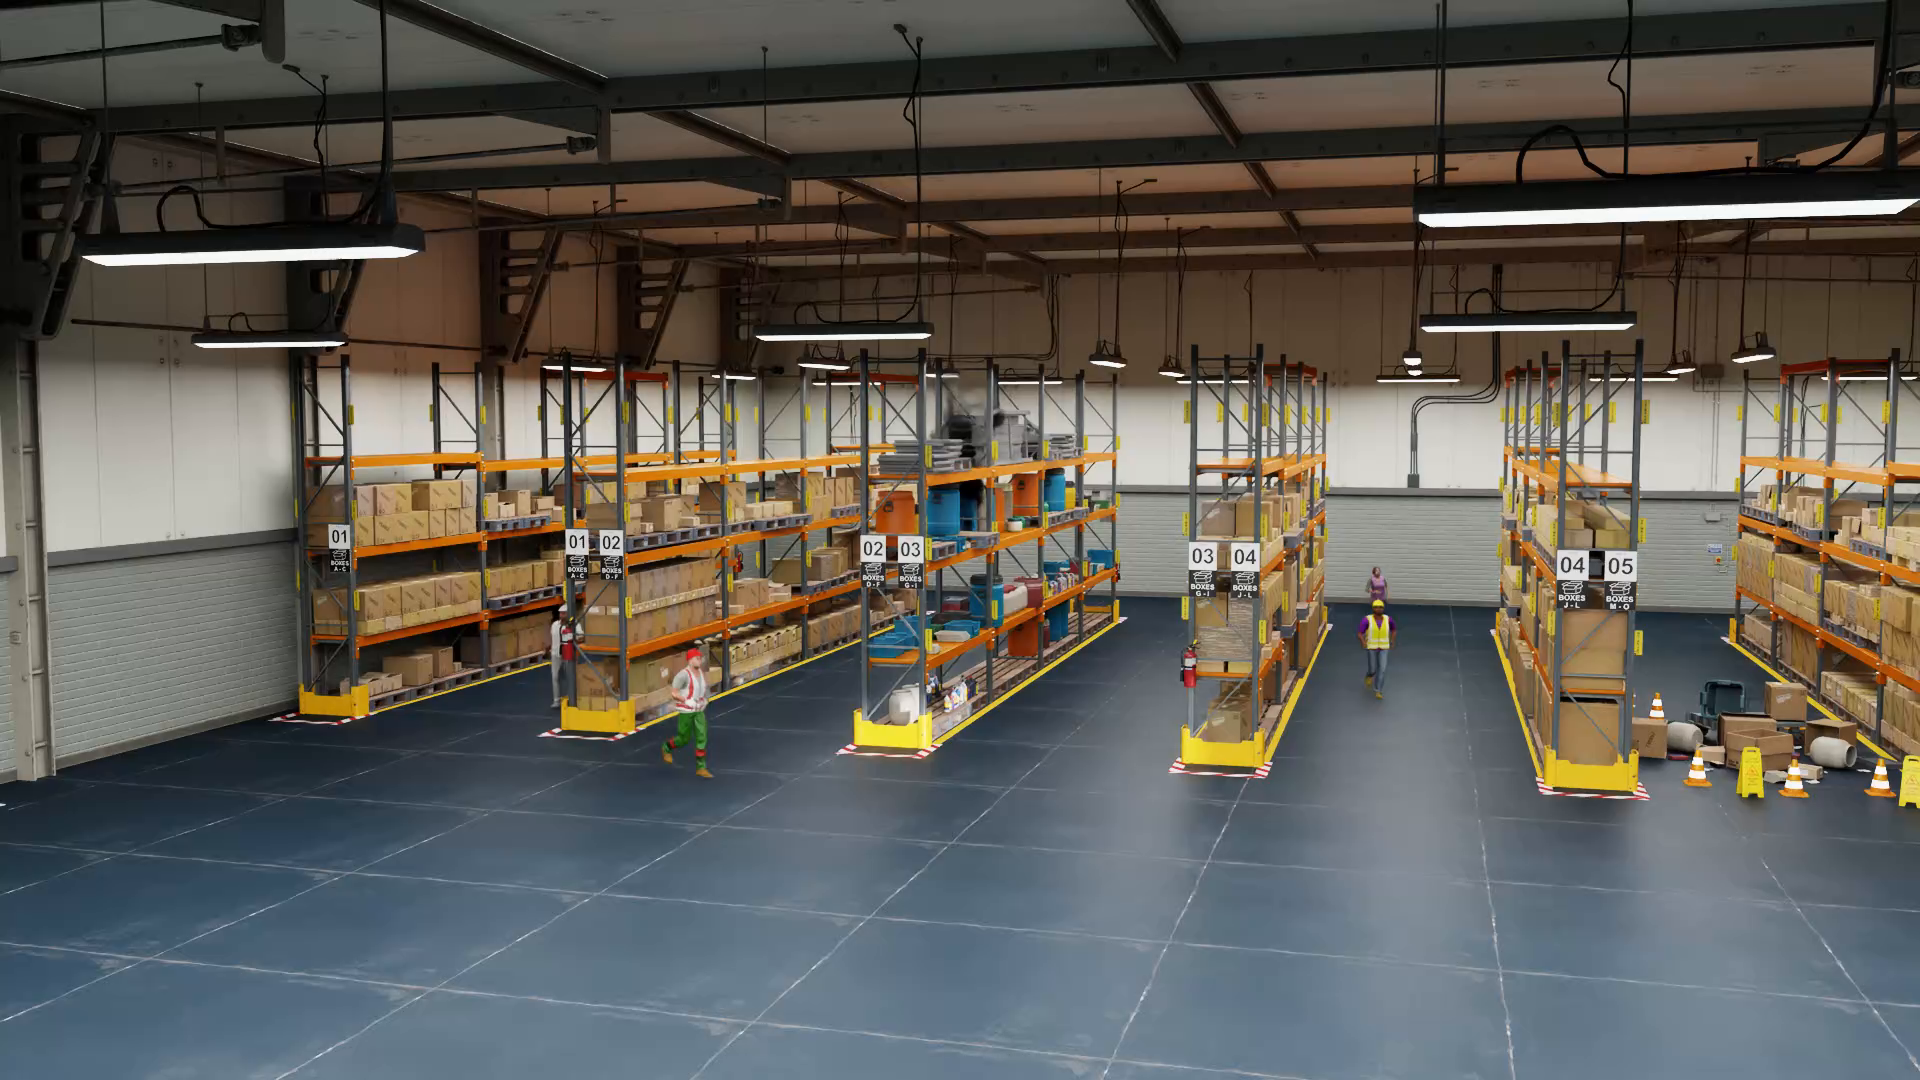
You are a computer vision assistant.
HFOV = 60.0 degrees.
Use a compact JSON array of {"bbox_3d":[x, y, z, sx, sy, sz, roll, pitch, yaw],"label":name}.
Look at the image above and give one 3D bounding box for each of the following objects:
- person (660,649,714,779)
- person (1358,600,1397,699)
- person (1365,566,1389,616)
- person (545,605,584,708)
[{"bbox_3d":[-3.773,2.386,23.120,0.993,1.773,0.684,3,5,33],"label":"person"},{"bbox_3d":[7.415,1.927,29.528,0.688,1.739,0.801,0,4,4],"label":"person"},{"bbox_3d":[9.426,1.396,37.584,0.566,1.620,0.596,0,4,2],"label":"person"},{"bbox_3d":[-6.798,1.986,28.586,0.714,1.743,0.907,1,4,13],"label":"person"}]
